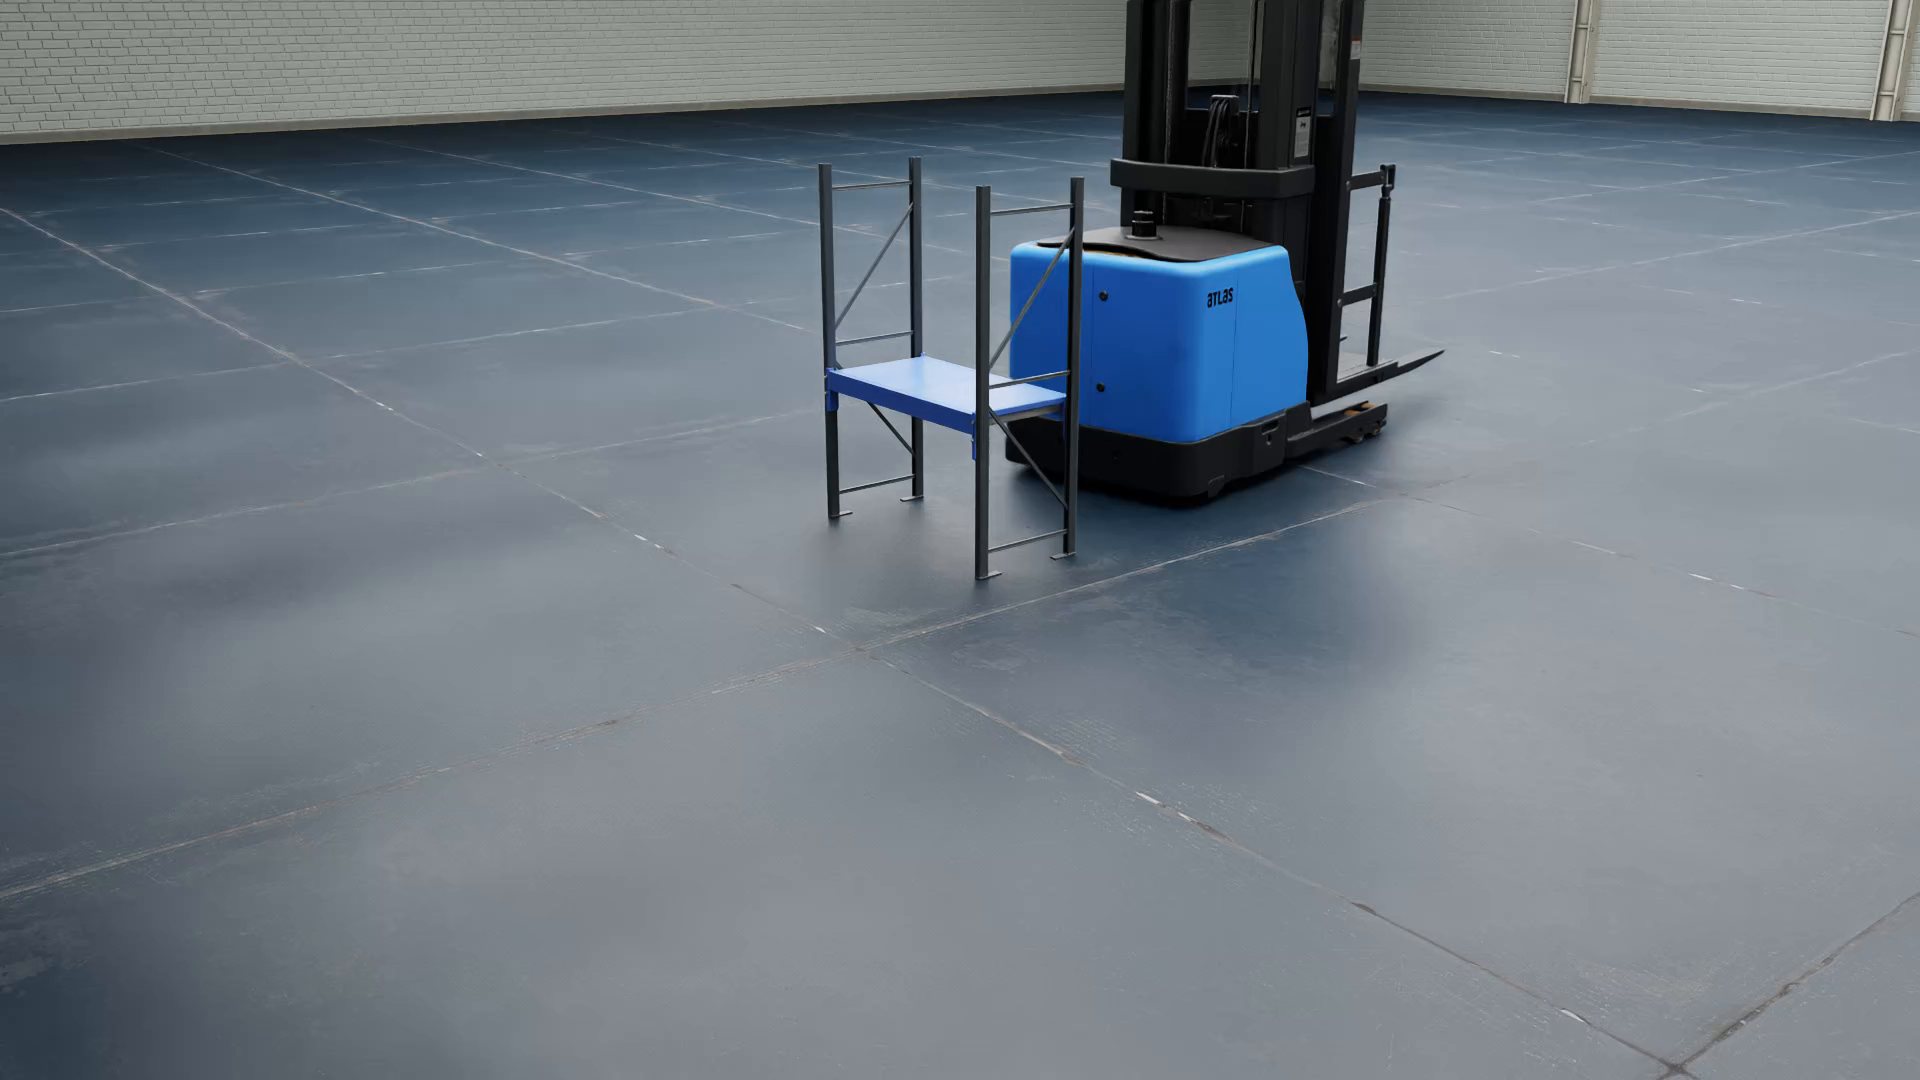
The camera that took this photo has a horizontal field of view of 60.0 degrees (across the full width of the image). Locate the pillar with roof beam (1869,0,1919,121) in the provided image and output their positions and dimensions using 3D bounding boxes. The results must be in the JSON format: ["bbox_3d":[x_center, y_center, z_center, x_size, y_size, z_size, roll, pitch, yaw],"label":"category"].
[{"bbox_3d":[12.789,-10.769,25.110,9.100,9.000,0.400,-14,23,-36],"label":"pillar with roof beam"}]

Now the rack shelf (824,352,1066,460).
[{"bbox_3d":[-0.053,-0.562,6.788,0.538,0.185,1.000,-14,23,-36],"label":"rack shelf"}]

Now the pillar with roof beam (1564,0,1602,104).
[{"bbox_3d":[9.064,-12.247,29.575,9.100,9.000,0.400,-14,23,-36],"label":"pillar with roof beam"}]

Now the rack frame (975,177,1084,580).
[{"bbox_3d":[0.263,-0.608,6.354,0.500,1.500,0.032,-14,23,-36],"label":"rack frame"}]

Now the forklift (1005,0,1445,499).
[{"bbox_3d":[1.540,-1.969,8.187,1.130,2.935,3.031,15,23,37],"label":"forklift"}]

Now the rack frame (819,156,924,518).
[{"bbox_3d":[-0.369,-0.858,7.110,0.500,1.500,0.032,-14,23,-36],"label":"rack frame"}]

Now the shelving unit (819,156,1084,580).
[{"bbox_3d":[-0.053,-0.733,6.732,0.538,1.500,1.048,-14,23,-36],"label":"shelving unit"}]

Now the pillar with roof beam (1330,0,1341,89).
[{"bbox_3d":[5.338,-13.726,34.040,9.100,9.000,0.400,-14,23,-36],"label":"pillar with roof beam"}]
